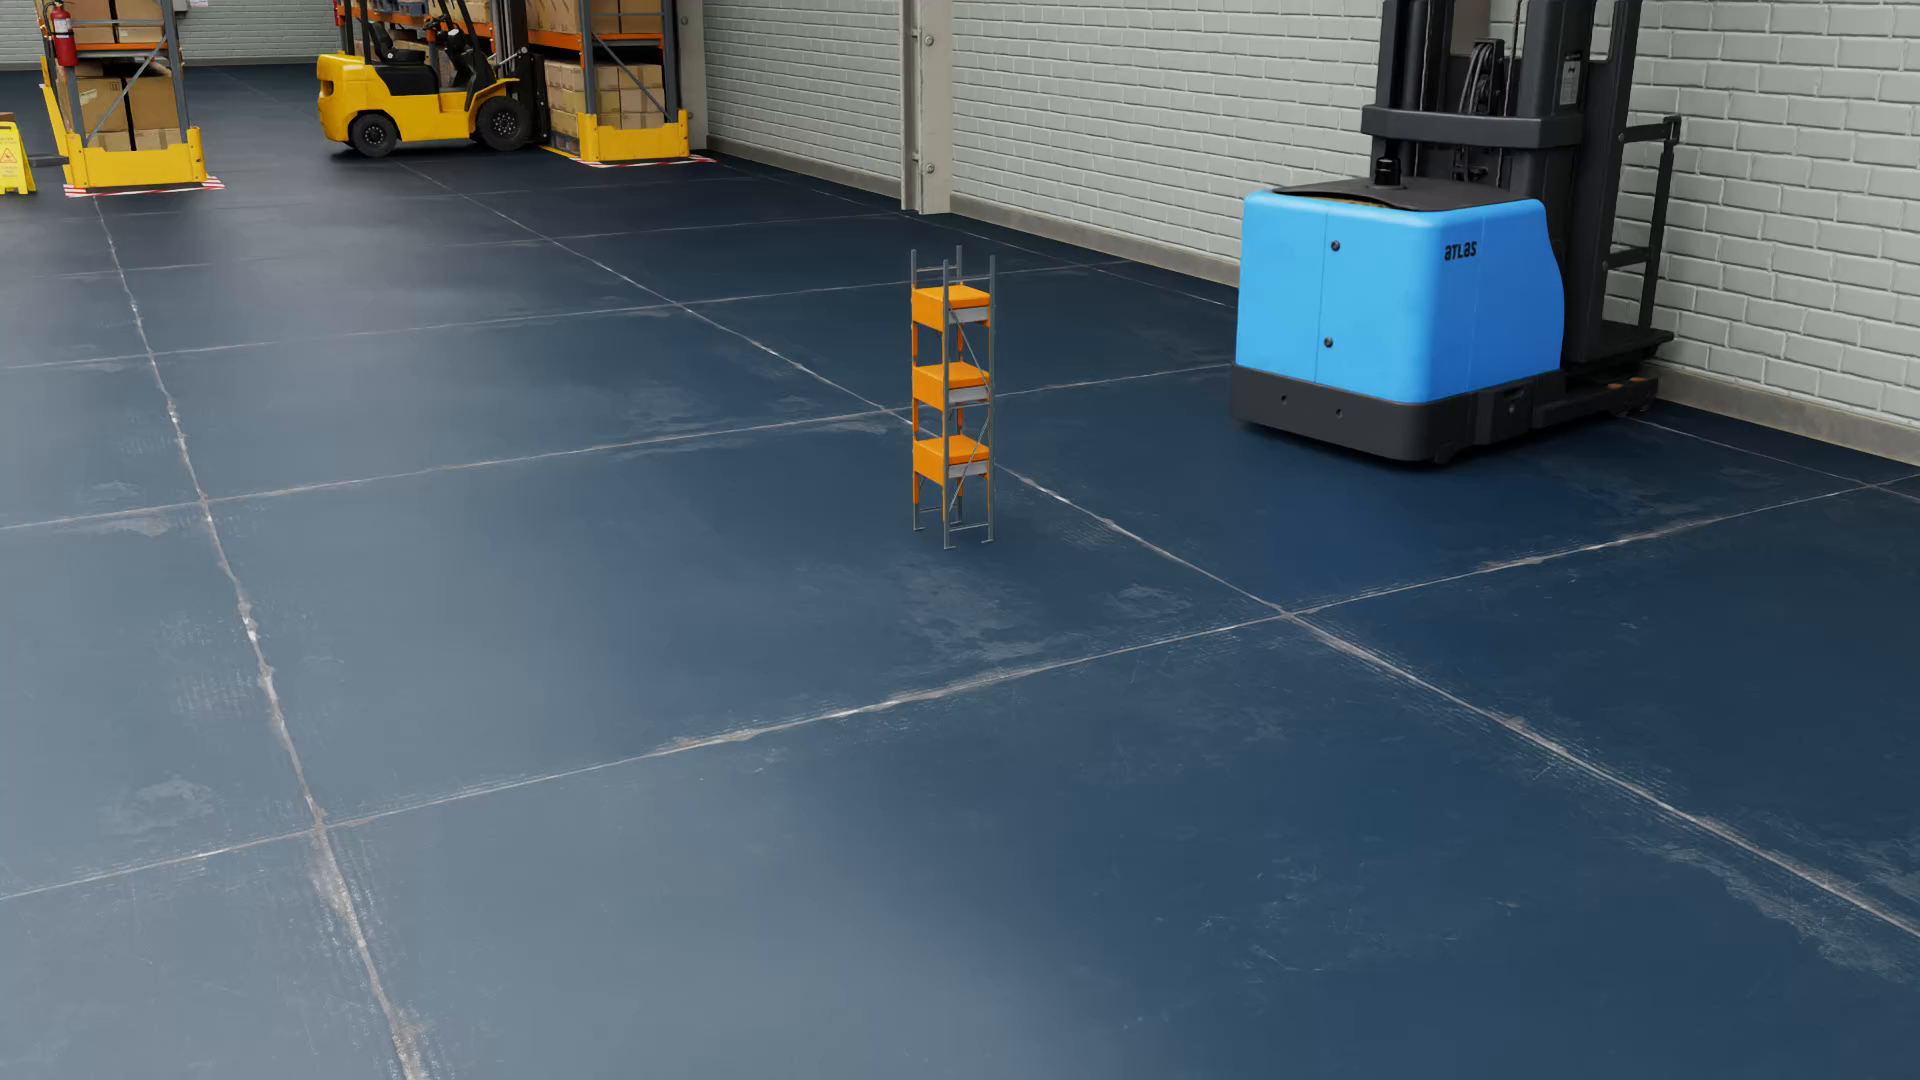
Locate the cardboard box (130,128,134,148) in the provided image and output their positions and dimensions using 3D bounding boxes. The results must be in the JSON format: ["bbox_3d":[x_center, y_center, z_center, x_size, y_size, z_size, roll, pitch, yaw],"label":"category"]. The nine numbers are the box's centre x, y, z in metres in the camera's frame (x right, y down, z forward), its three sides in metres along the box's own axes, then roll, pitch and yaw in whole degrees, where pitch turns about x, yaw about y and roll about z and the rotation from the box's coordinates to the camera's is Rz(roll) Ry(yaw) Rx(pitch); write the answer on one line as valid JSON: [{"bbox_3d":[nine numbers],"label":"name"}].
[{"bbox_3d":[-8.339,-4.206,17.292,0.500,0.250,0.500,-9,21,-25],"label":"cardboard box"}]

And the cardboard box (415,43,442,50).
[{"bbox_3d":[-8.300,-7.688,26.006,0.380,0.149,0.250,-10,22,-27],"label":"cardboard box"}]

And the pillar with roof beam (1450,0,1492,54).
[{"bbox_3d":[-1.224,-4.719,6.010,9.100,9.000,0.400,-10,21,-27],"label":"pillar with roof beam"}]

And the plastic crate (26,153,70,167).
[{"bbox_3d":[-9.839,-4.075,17.819,0.583,0.080,0.402,16,25,39],"label":"plastic crate"}]

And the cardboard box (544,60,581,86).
[{"bbox_3d":[-4.586,-5.399,19.218,0.500,0.250,0.500,-10,21,-26],"label":"cardboard box"}]

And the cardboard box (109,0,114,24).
[{"bbox_3d":[-8.436,-5.546,16.996,0.500,0.500,0.500,-10,22,-28],"label":"cardboard box"}]

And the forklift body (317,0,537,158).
[{"bbox_3d":[-6.103,-5.515,18.817,2.313,2.155,1.214,-10,21,-27],"label":"forklift body"}]

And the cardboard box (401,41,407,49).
[{"bbox_3d":[-8.799,-7.985,26.868,0.380,0.149,0.250,-10,21,-27],"label":"cardboard box"}]

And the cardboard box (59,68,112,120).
[{"bbox_3d":[-9.311,-4.774,17.790,0.500,0.500,0.500,-9,21,-24],"label":"cardboard box"}]

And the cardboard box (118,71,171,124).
[{"bbox_3d":[-8.367,-4.569,17.195,0.500,0.500,0.500,-11,22,-29],"label":"cardboard box"}]

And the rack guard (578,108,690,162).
[{"bbox_3d":[-3.585,-4.466,18.308,1.175,0.500,0.348,-10,21,-27],"label":"rack guard"}]

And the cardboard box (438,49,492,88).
[{"bbox_3d":[-7.111,-6.846,24.370,0.875,0.625,0.625,-9,21,-25],"label":"cardboard box"}]

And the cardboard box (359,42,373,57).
[{"bbox_3d":[-10.453,-8.656,29.806,0.500,0.500,0.500,-10,21,-26],"label":"cardboard box"}]

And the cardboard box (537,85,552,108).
[{"bbox_3d":[-4.595,-5.172,19.326,0.500,0.250,0.500,-11,22,-28],"label":"cardboard box"}]

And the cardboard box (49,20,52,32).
[{"bbox_3d":[-9.995,-5.774,18.652,0.380,0.149,0.250,-10,21,-27],"label":"cardboard box"}]

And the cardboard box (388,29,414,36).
[{"bbox_3d":[-9.305,-8.429,27.698,0.380,0.149,0.250,-10,22,-28],"label":"cardboard box"}]

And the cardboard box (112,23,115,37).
[{"bbox_3d":[-8.540,-5.270,17.191,0.380,0.149,0.250,-9,21,-25],"label":"cardboard box"}]

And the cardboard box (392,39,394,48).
[{"bbox_3d":[-9.359,-8.279,27.719,0.380,0.149,0.250,-9,21,-24],"label":"cardboard box"}]

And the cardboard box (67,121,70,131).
[{"bbox_3d":[-9.076,-4.273,17.488,0.500,0.250,0.500,-11,22,-29],"label":"cardboard box"}]

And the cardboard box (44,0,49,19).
[{"bbox_3d":[-9.899,-6.052,18.461,0.500,0.500,0.500,-10,21,-27],"label":"cardboard box"}]

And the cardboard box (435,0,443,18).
[{"bbox_3d":[-7.165,-7.570,23.701,0.500,0.250,0.500,-10,22,-28],"label":"cardboard box"}]

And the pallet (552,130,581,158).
[{"bbox_3d":[-3.997,-4.550,18.993,1.003,0.211,1.213,-10,21,-27],"label":"pallet"}]

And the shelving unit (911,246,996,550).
[{"bbox_3d":[-0.025,-0.512,6.005,0.215,1.050,0.252,-10,21,-27],"label":"shelving unit"}]

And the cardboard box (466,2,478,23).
[{"bbox_3d":[-6.209,-6.980,21.990,0.500,0.250,0.500,-10,21,-27],"label":"cardboard box"}]

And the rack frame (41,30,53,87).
[{"bbox_3d":[-15.561,-9.478,29.000,1.000,3.000,0.127,-10,21,-27],"label":"rack frame"}]

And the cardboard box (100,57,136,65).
[{"bbox_3d":[-12.017,-6.587,23.235,0.875,0.875,0.875,-10,22,-27],"label":"cardboard box"}]

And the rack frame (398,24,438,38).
[{"bbox_3d":[-9.295,-9.100,27.904,1.000,3.000,0.127,-10,21,-27],"label":"rack frame"}]

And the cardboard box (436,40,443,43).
[{"bbox_3d":[-8.385,-8.062,27.091,0.380,0.149,0.250,-9,21,-25],"label":"cardboard box"}]

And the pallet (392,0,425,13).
[{"bbox_3d":[-8.323,-8.418,26.223,1.003,0.211,1.213,-10,21,-27],"label":"pallet"}]

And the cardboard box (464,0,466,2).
[{"bbox_3d":[-6.442,-7.364,22.337,0.500,0.250,0.500,-10,21,-26],"label":"cardboard box"}]

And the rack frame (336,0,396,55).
[{"bbox_3d":[-11.194,-10.248,31.231,1.000,3.000,0.127,-10,21,-27],"label":"rack frame"}]

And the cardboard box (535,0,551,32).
[{"bbox_3d":[-4.543,-6.100,19.058,0.500,0.500,0.500,-10,22,-28],"label":"cardboard box"}]

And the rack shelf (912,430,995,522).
[{"bbox_3d":[-0.025,-0.239,6.099,0.215,0.259,0.240,-10,21,-27],"label":"rack shelf"}]

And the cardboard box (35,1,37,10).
[{"bbox_3d":[-15.095,-9.053,27.616,0.500,0.500,0.500,-10,21,-27],"label":"cardboard box"}]

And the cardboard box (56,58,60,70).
[{"bbox_3d":[-9.437,-5.112,17.776,0.380,0.149,0.250,-9,21,-24],"label":"cardboard box"}]

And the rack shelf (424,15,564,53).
[{"bbox_3d":[-6.446,-7.037,23.029,1.077,0.370,4.000,-10,21,-27],"label":"rack shelf"}]

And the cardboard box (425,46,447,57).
[{"bbox_3d":[-7.853,-7.377,25.106,0.380,0.149,0.250,-11,22,-29],"label":"cardboard box"}]

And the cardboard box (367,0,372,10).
[{"bbox_3d":[-9.956,-9.175,28.509,0.380,0.149,0.250,-9,21,-25],"label":"cardboard box"}]

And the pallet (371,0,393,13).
[{"bbox_3d":[-9.011,-8.763,27.221,1.003,0.211,1.213,-10,21,-27],"label":"pallet"}]

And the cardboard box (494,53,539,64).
[{"bbox_3d":[-5.542,-5.987,20.922,0.500,0.250,0.500,-10,22,-27],"label":"cardboard box"}]

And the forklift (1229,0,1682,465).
[{"bbox_3d":[2.687,-2.072,7.643,3.031,2.935,1.130,-15,24,-37],"label":"forklift"}]

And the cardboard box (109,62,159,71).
[{"bbox_3d":[-9.345,-5.158,18.903,0.500,0.500,0.500,-10,22,-27],"label":"cardboard box"}]

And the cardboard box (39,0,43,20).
[{"bbox_3d":[-12.487,-7.360,23.091,0.500,0.250,0.500,-10,21,-26],"label":"cardboard box"}]

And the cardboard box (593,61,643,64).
[{"bbox_3d":[-3.899,-5.336,19.036,0.500,0.250,0.500,-10,21,-27],"label":"cardboard box"}]

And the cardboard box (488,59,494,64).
[{"bbox_3d":[-5.754,-6.027,21.996,0.875,0.625,0.625,-9,21,-24],"label":"cardboard box"}]

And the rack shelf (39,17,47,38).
[{"bbox_3d":[-12.712,-7.415,24.126,1.077,0.370,4.000,-10,21,-27],"label":"rack shelf"}]

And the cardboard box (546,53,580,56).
[{"bbox_3d":[-4.838,-5.920,20.728,0.500,0.250,0.500,-10,22,-27],"label":"cardboard box"}]

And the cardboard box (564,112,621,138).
[{"bbox_3d":[-4.098,-4.639,18.549,0.500,0.250,0.500,-10,21,-26],"label":"cardboard box"}]
